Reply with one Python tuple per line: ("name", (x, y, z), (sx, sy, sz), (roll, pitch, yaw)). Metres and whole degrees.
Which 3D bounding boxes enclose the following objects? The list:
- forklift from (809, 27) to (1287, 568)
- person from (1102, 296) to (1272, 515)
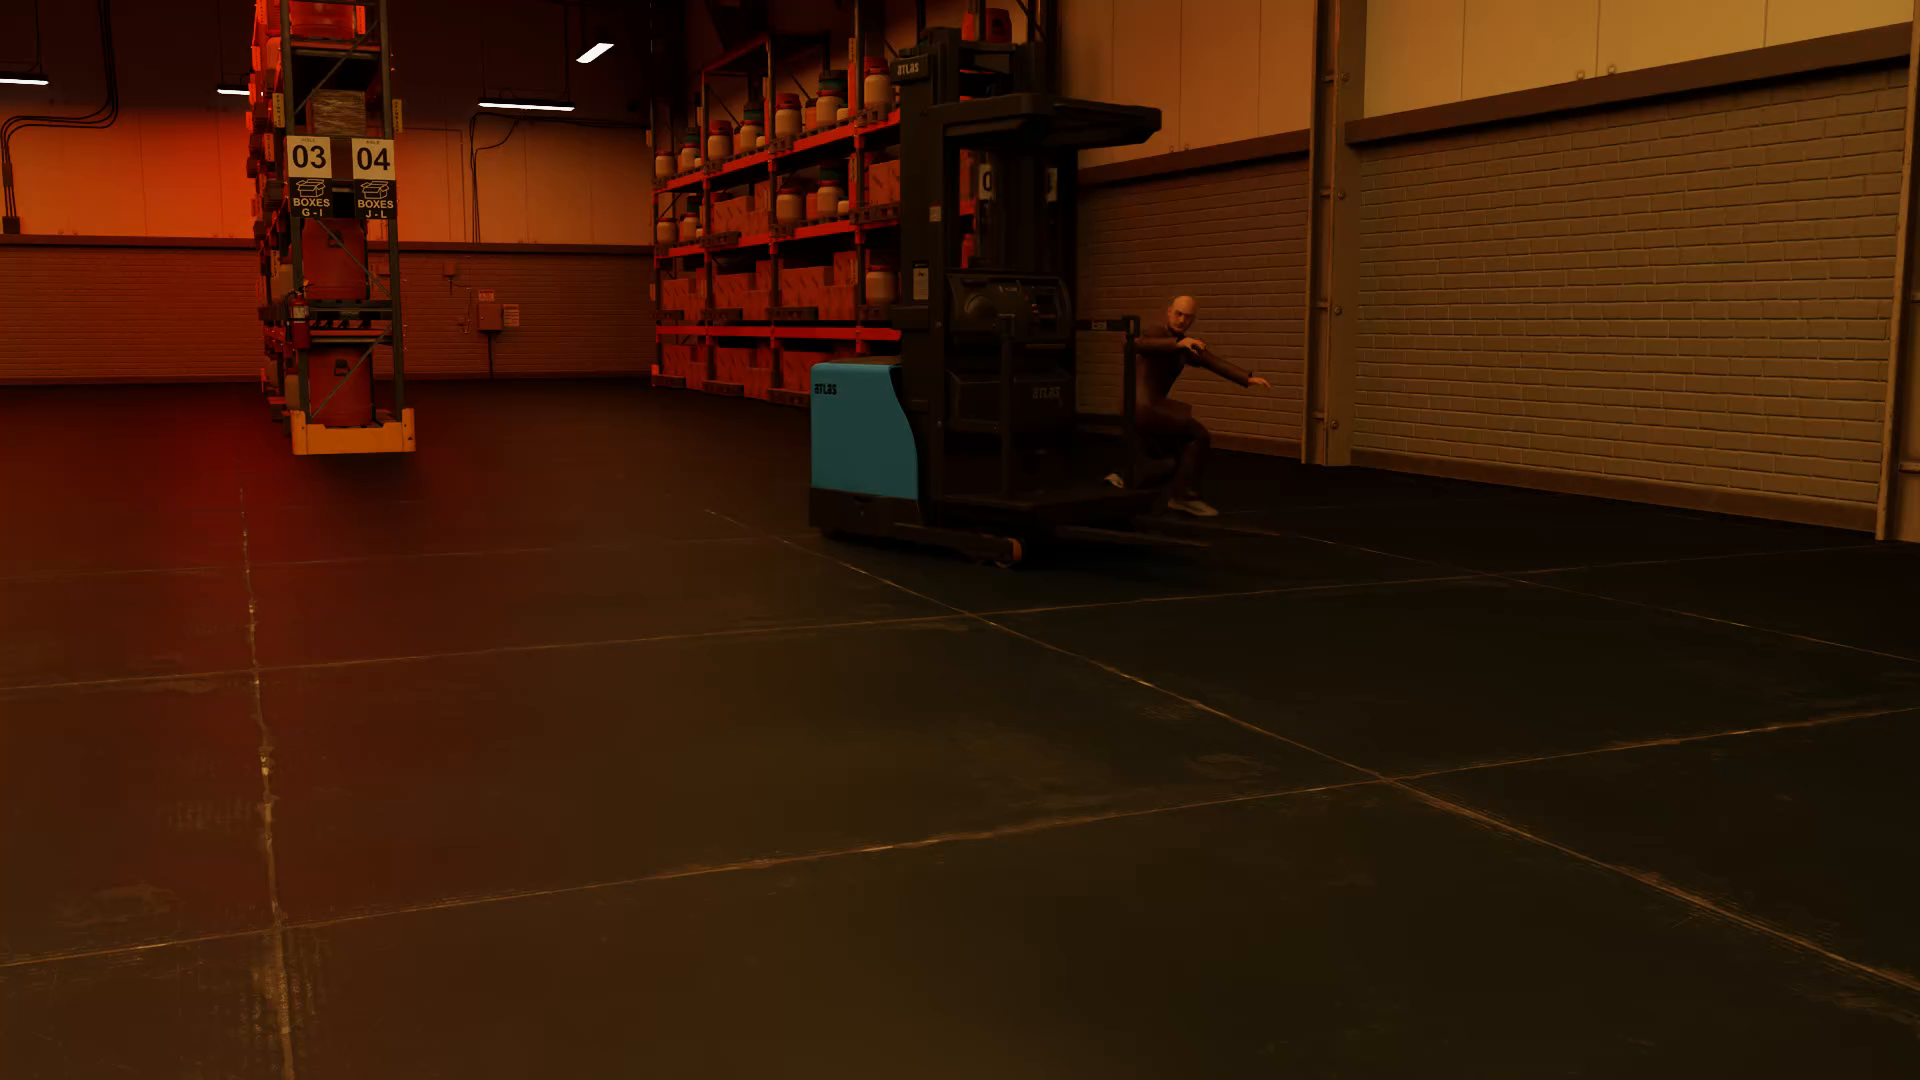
("forklift", (0.435, -1.376, 9.380), (1.130, 2.935, 3.031), (-7, 10, -42))
("person", (1.564, -0.899, 11.341), (1.185, 1.512, 0.875), (0, 8, 0))
